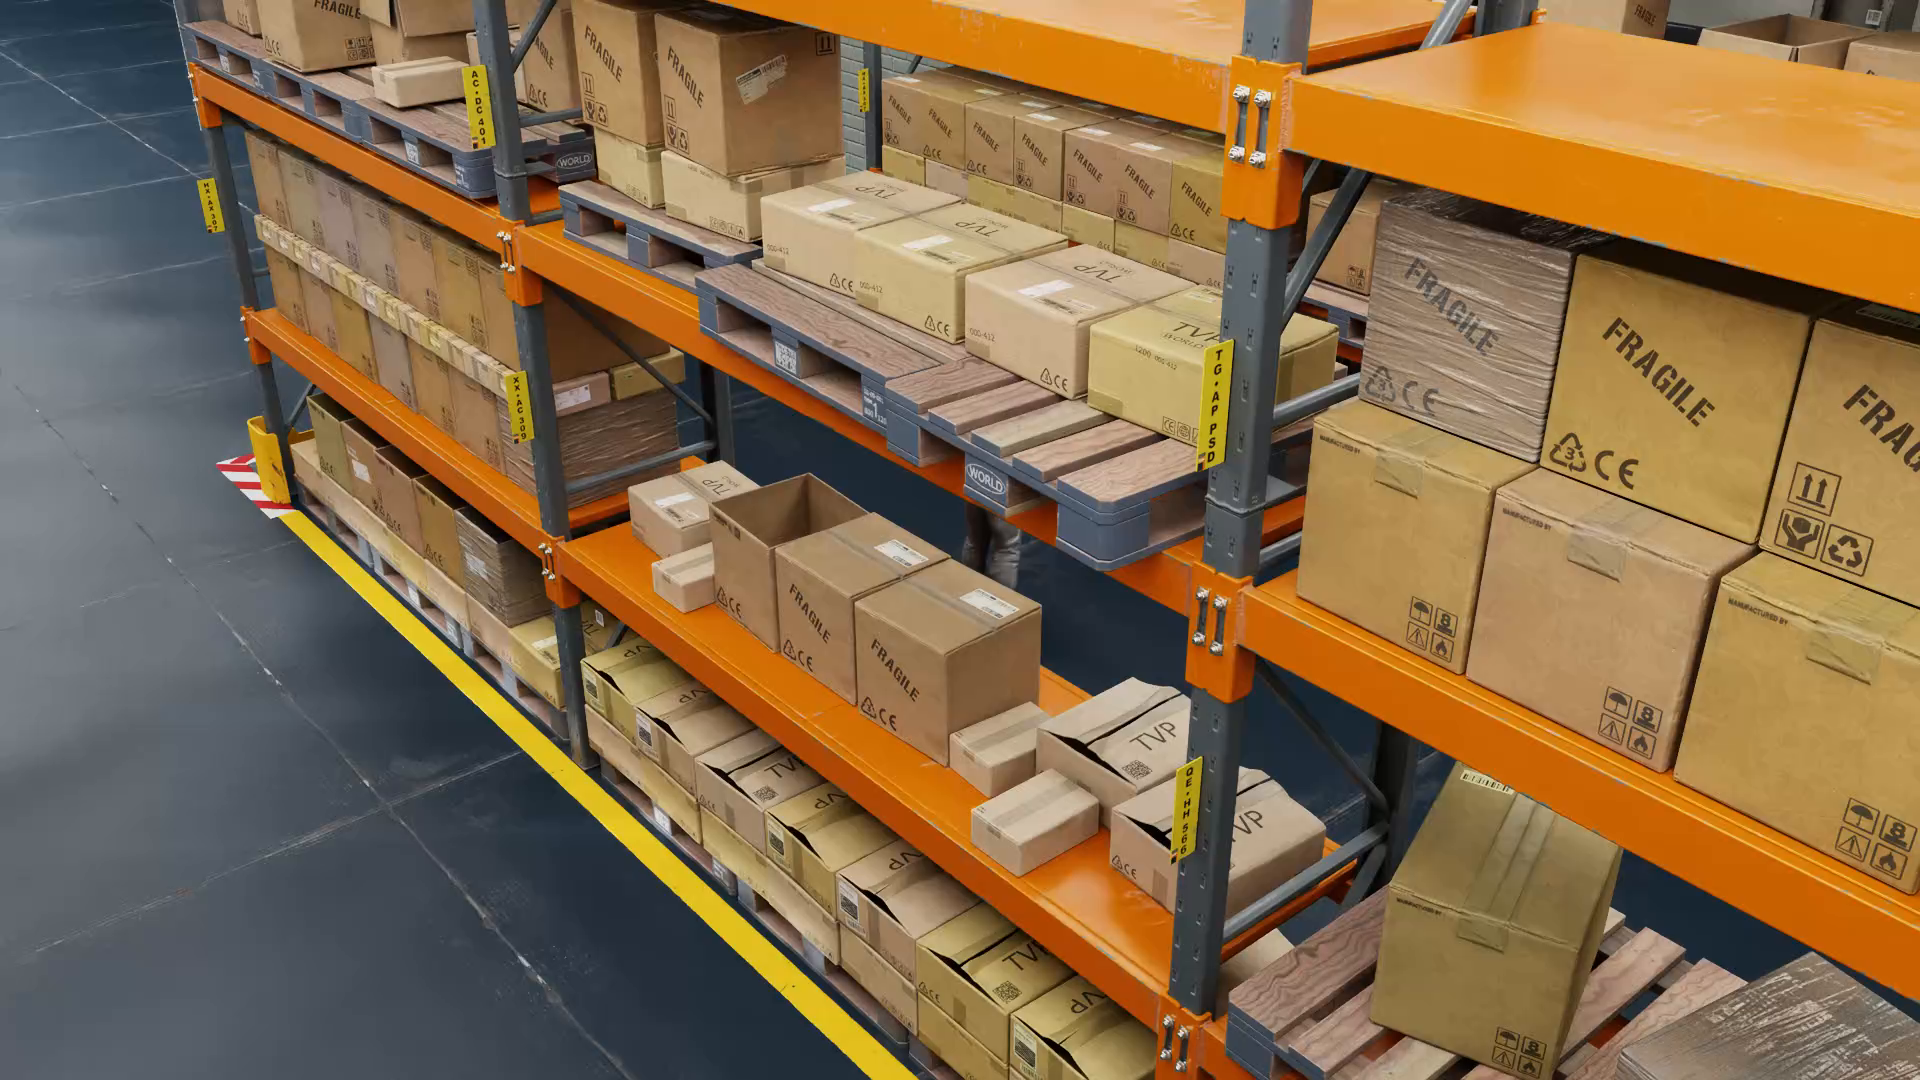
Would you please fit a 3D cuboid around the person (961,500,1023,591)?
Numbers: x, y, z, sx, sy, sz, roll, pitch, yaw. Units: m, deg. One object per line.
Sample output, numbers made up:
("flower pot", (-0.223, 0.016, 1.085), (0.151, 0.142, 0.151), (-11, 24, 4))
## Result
("person", (0.221, -0.363, 9.277), (0.541, 1.770, 0.548), (-22, 35, -35))
